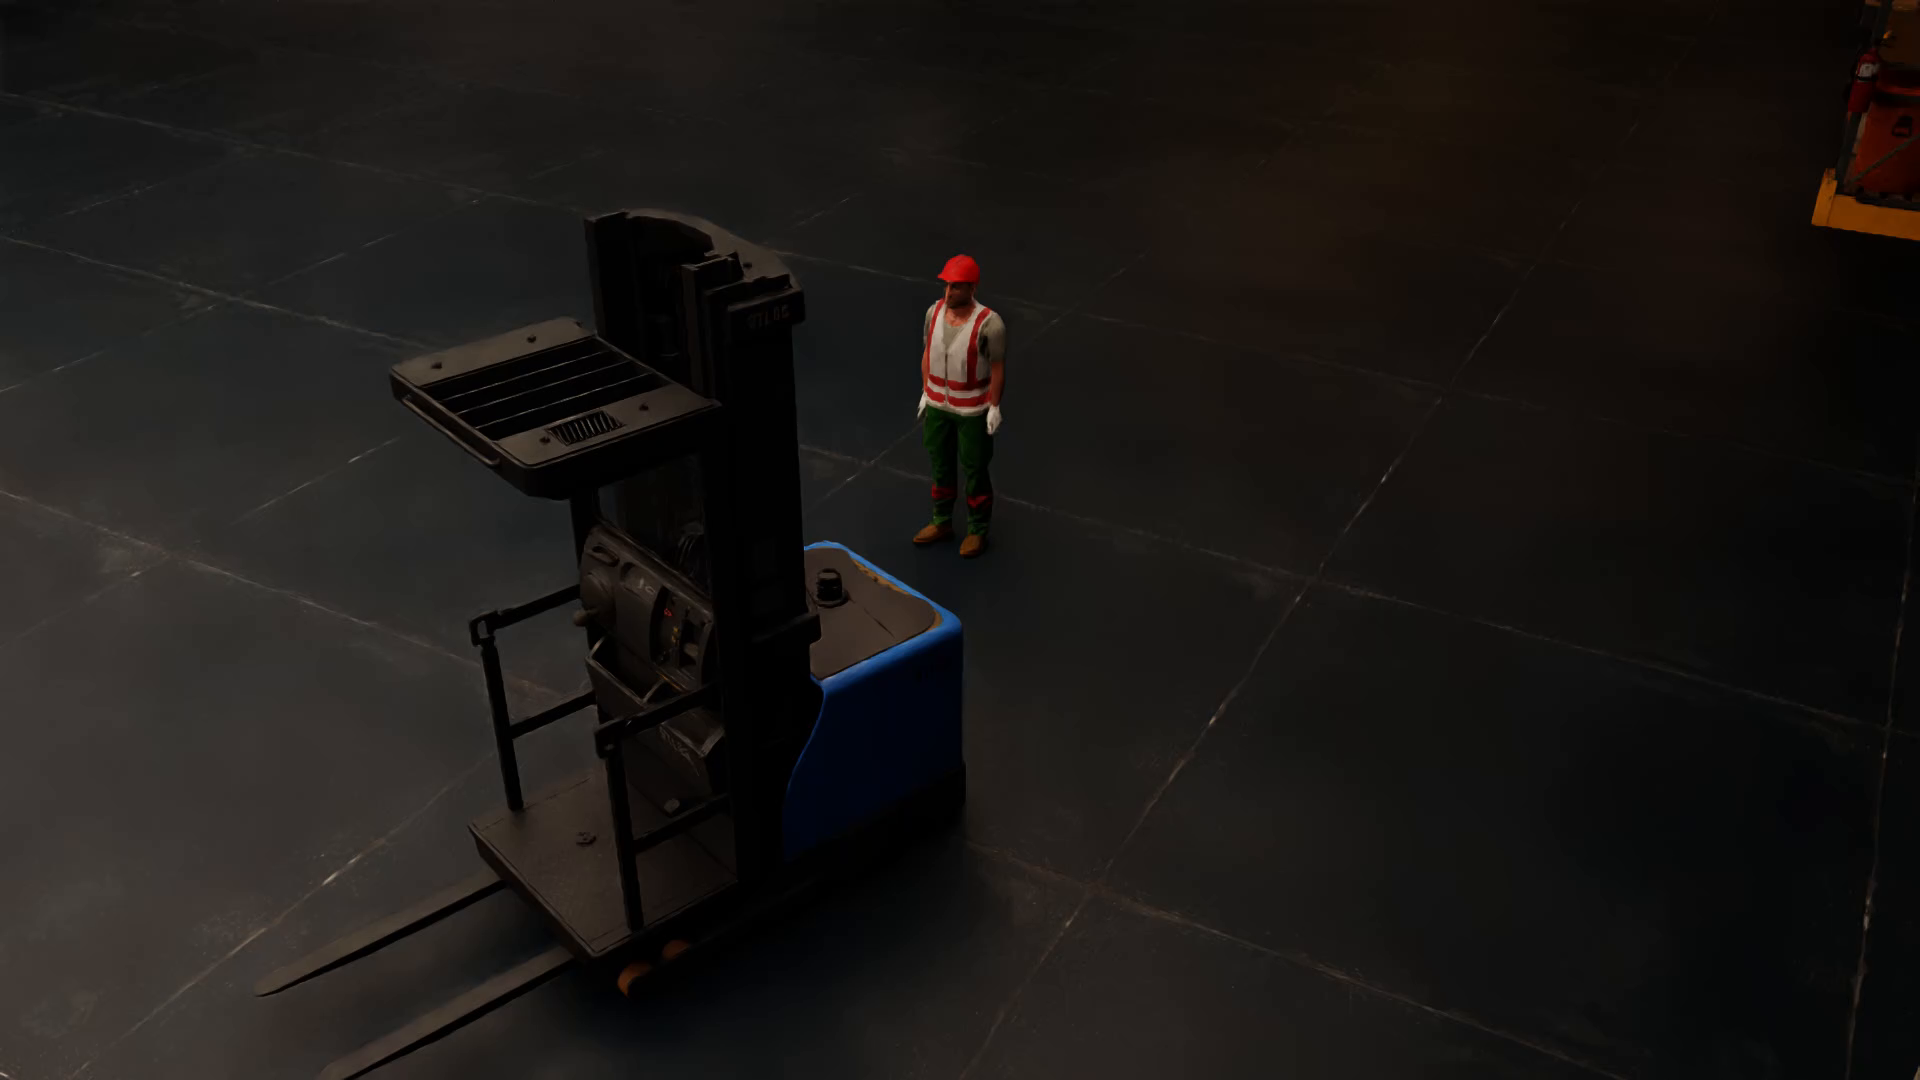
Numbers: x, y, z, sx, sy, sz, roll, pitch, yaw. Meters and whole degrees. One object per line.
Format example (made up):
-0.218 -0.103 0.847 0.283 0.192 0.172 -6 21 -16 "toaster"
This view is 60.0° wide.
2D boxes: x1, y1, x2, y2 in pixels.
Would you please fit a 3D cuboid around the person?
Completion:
-0.009 -0.766 9.539 0.540 1.795 0.349 15 33 25 "person"

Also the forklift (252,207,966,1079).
-1.416 0.308 6.537 3.031 2.935 1.130 -24 37 -35 "forklift"
